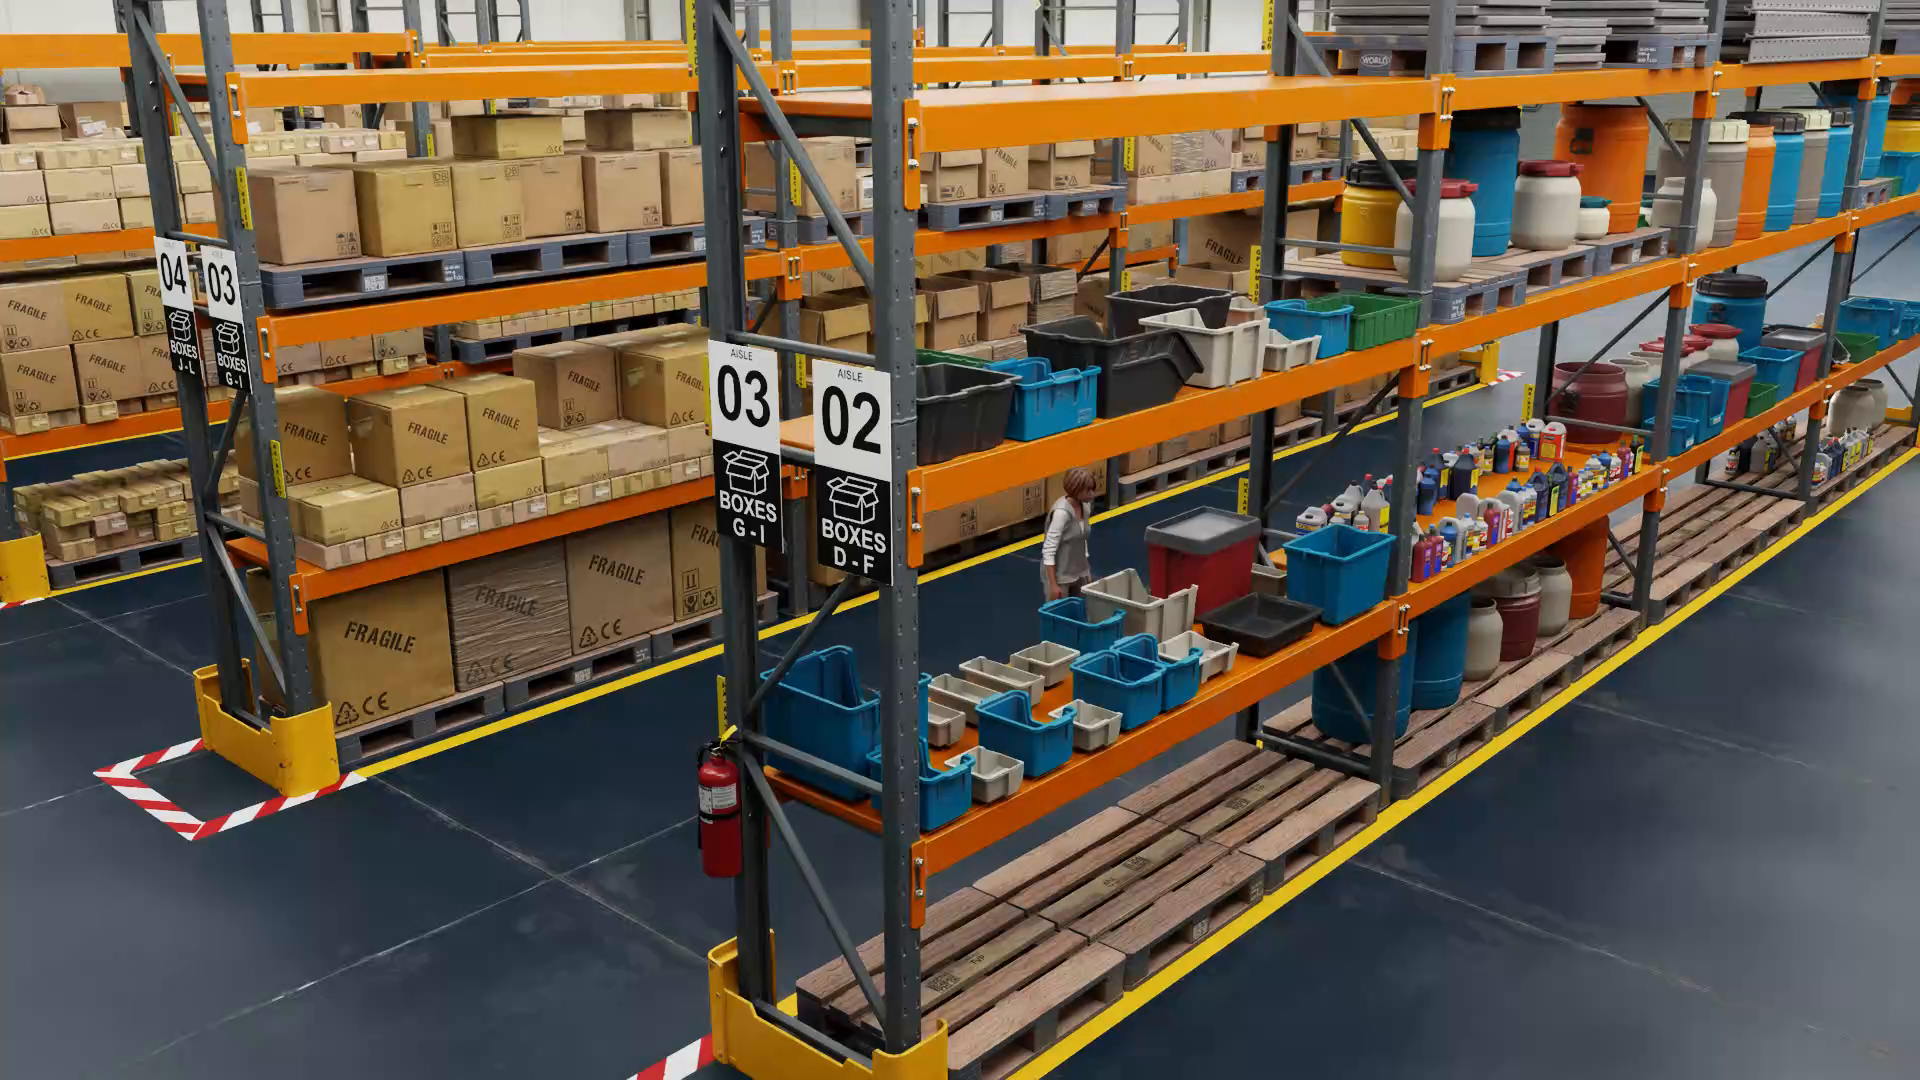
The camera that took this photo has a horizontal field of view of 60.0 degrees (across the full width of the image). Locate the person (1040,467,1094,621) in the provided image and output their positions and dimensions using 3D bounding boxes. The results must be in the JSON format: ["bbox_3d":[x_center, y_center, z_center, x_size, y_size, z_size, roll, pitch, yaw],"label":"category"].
[{"bbox_3d":[0.722,0.279,11.162,0.343,1.593,0.462,15,23,40],"label":"person"}]
